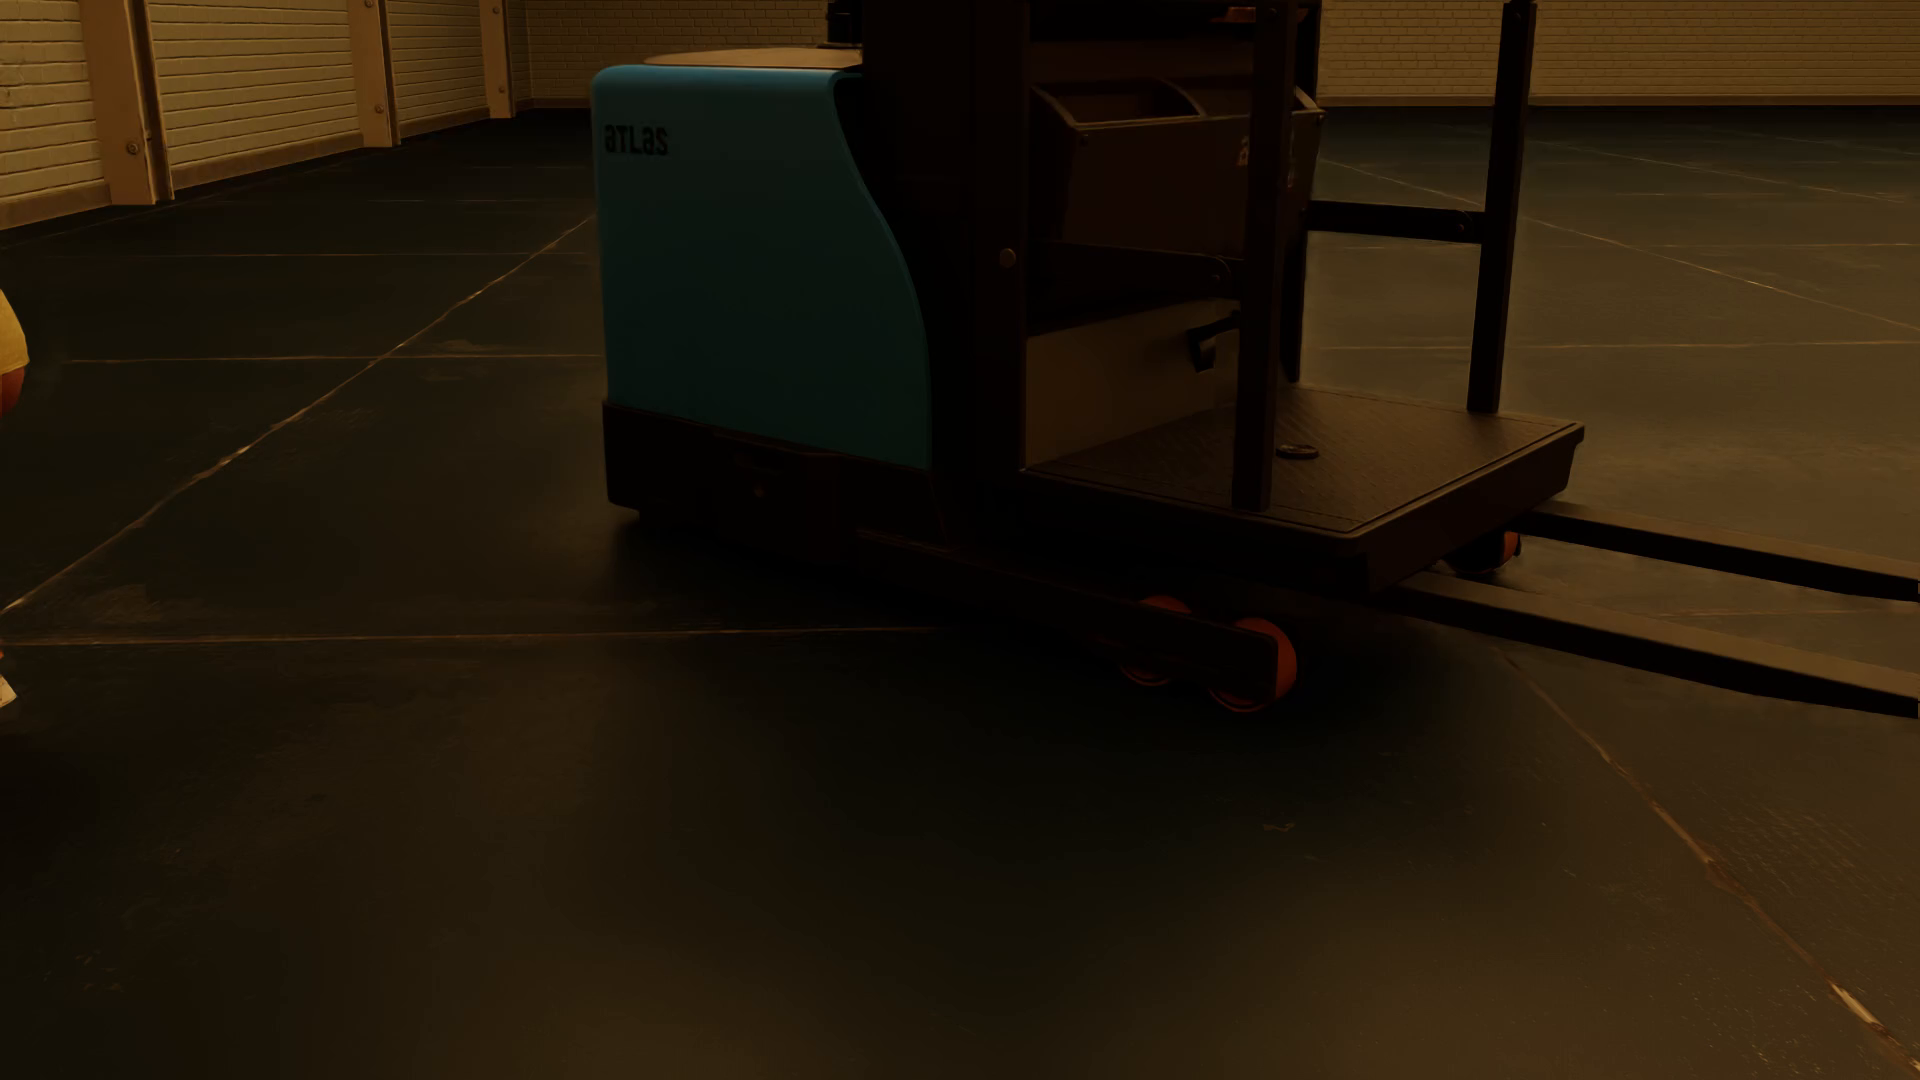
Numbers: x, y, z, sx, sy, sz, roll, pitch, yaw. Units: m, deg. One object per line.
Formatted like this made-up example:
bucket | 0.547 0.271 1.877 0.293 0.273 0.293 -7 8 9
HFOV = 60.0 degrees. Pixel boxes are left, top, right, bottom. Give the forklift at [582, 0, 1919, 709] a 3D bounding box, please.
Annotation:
forklift | 0.626 -1.278 3.086 3.031 2.935 1.130 12 21 35
